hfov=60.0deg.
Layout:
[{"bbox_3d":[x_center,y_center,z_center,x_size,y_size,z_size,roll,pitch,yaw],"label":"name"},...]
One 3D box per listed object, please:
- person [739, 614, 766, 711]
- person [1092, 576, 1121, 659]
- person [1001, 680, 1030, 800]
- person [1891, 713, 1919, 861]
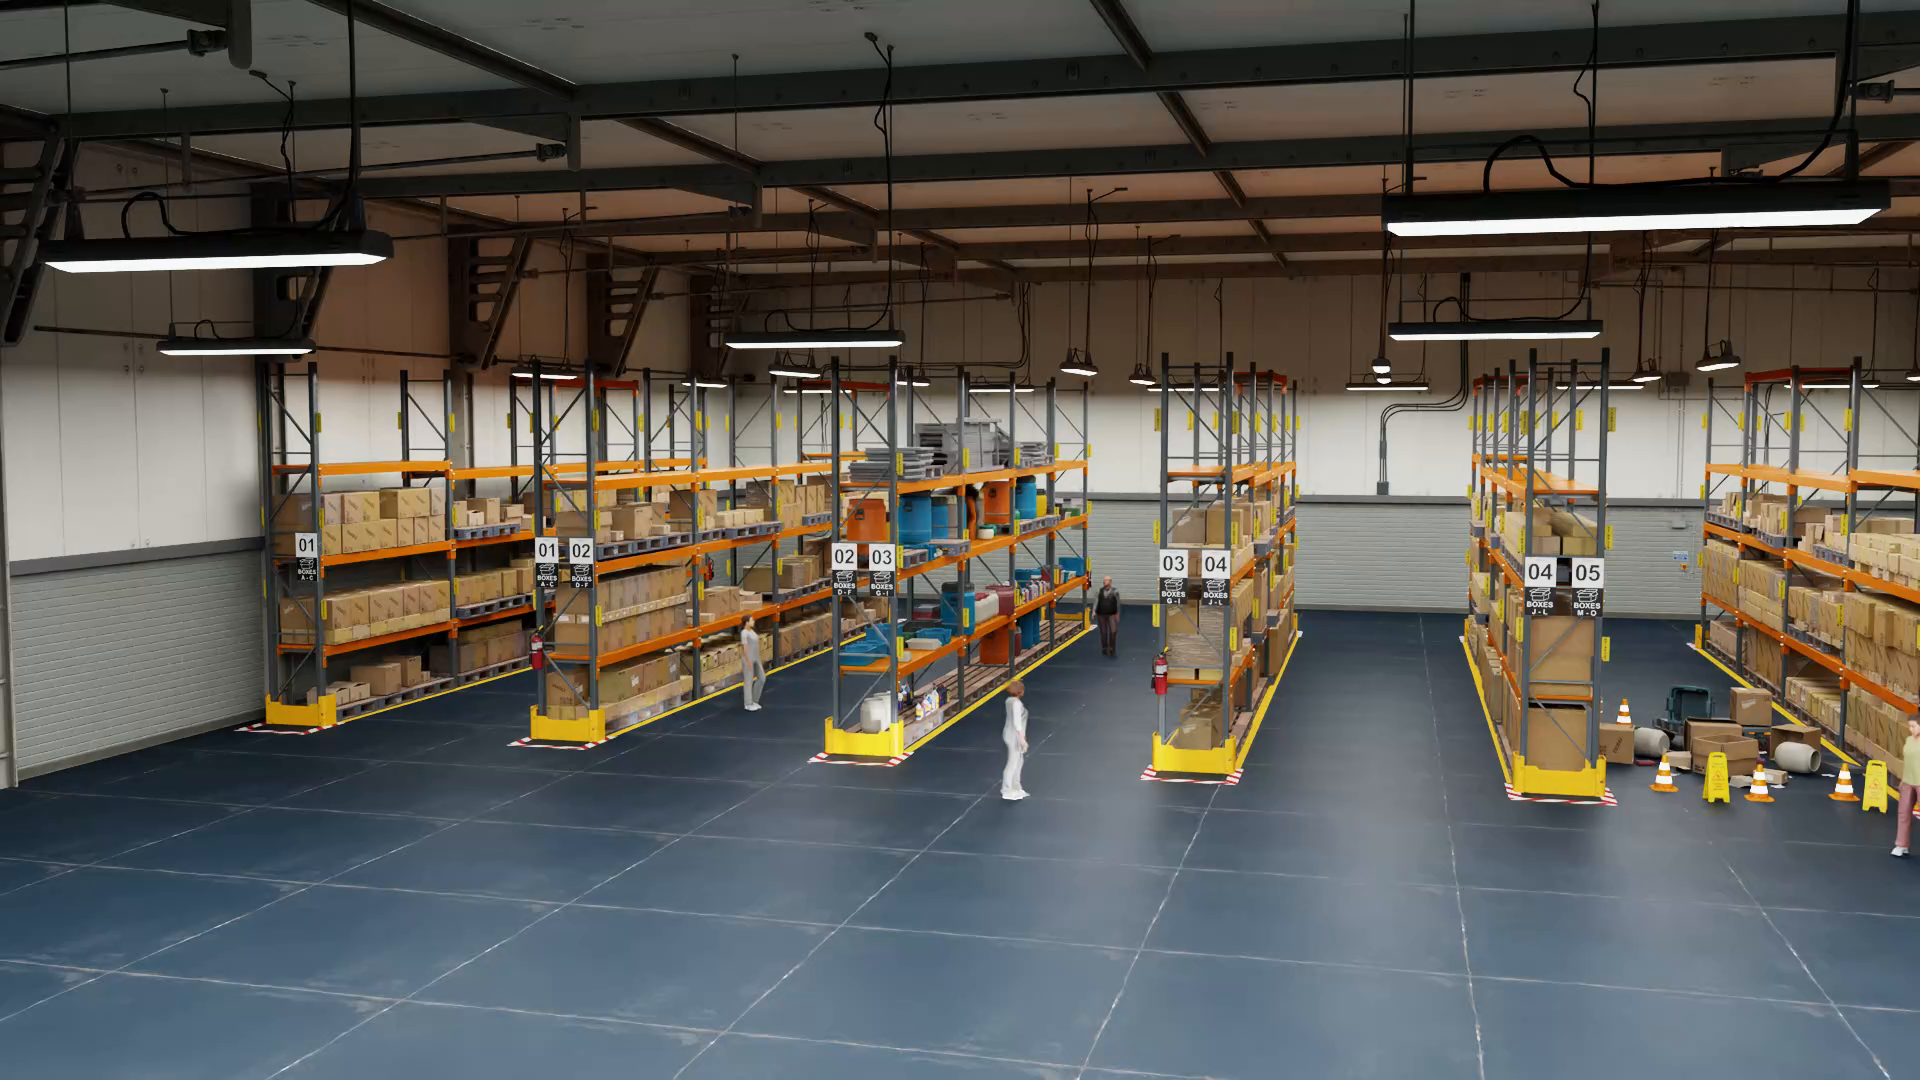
[{"bbox_3d":[-3.649,2.143,29.107,0.419,1.713,0.504,2,5,29],"label":"person"},{"bbox_3d":[3.127,1.646,35.594,0.631,1.749,0.618,0,4,3],"label":"person"},{"bbox_3d":[0.759,2.674,22.090,0.424,1.619,0.516,-1,4,-7],"label":"person"},{"bbox_3d":[10.988,2.816,19.098,0.407,1.676,0.511,-2,4,-23],"label":"person"}]
